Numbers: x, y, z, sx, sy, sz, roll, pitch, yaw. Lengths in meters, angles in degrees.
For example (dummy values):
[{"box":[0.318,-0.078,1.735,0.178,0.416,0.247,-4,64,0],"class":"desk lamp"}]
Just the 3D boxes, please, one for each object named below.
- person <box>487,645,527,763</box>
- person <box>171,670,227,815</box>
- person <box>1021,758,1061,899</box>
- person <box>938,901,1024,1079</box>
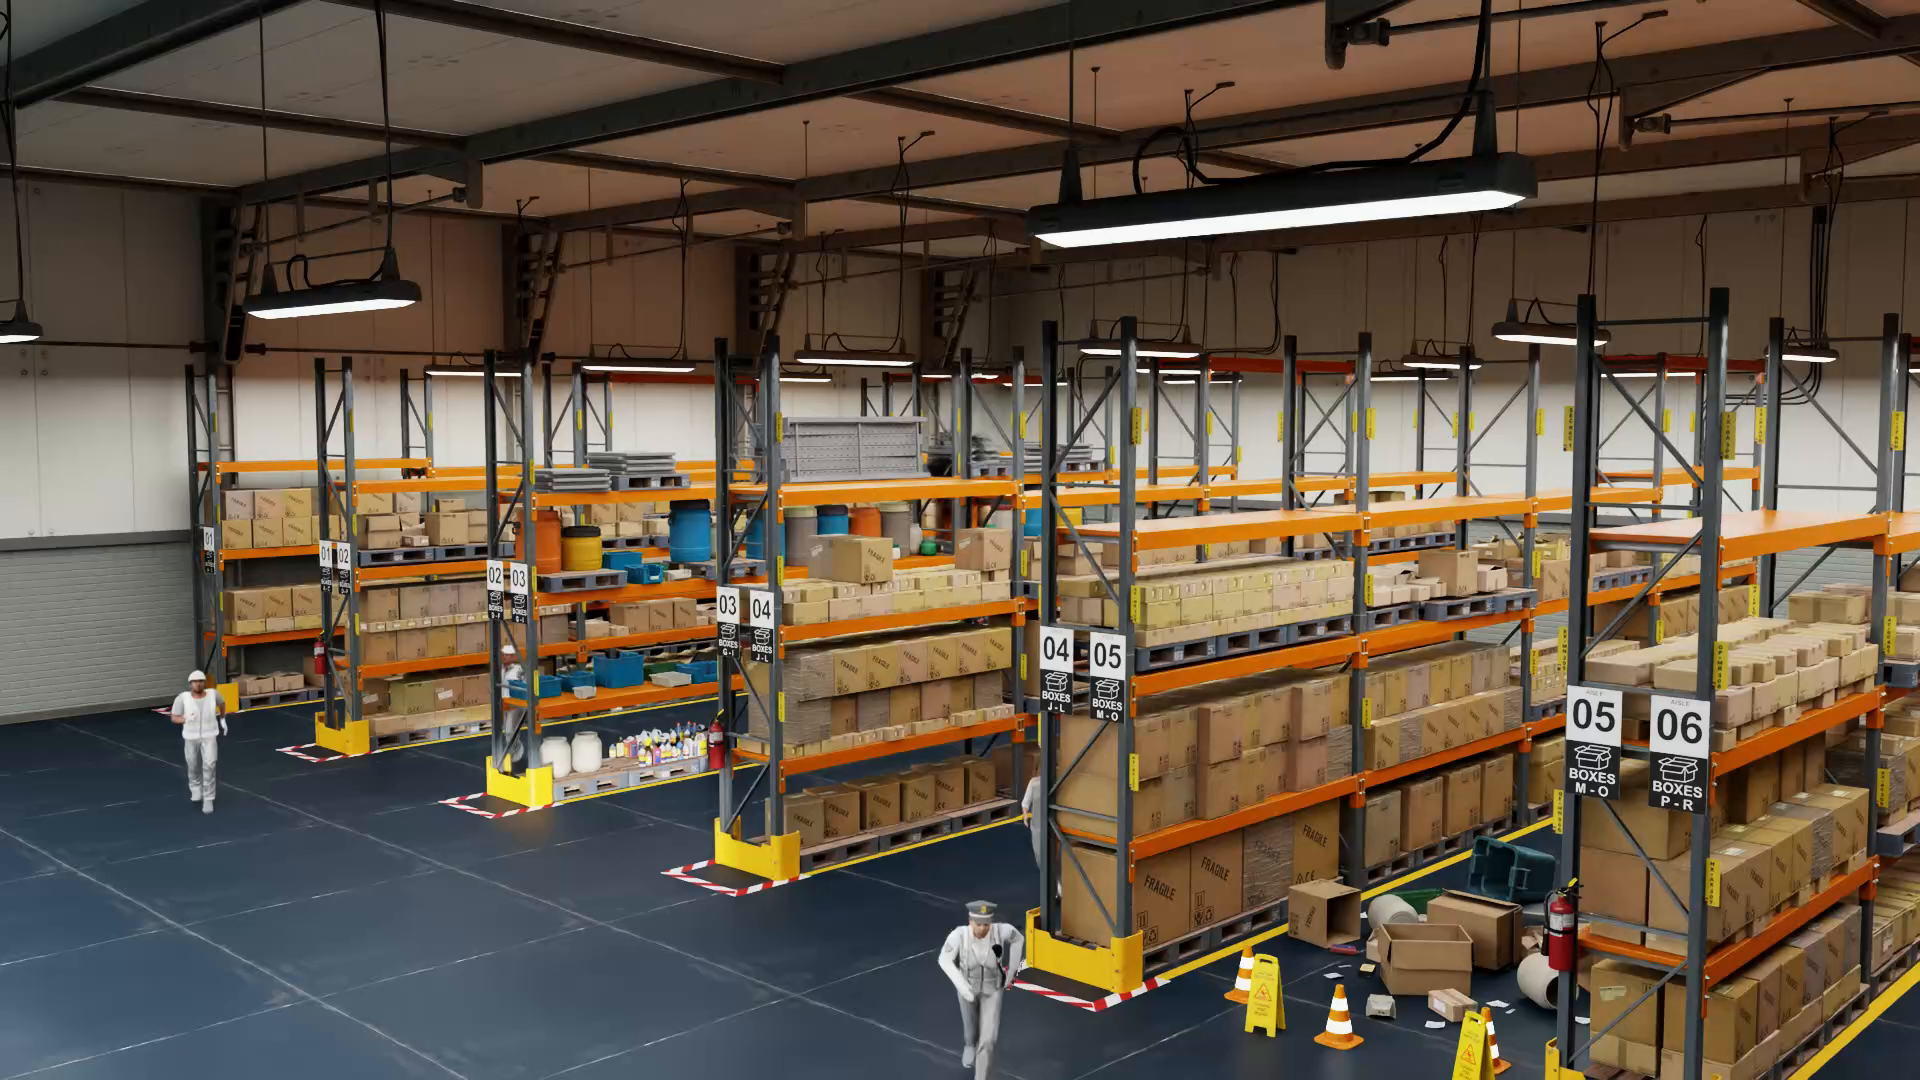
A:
[{"box":[-6.534,2.420,24.075,0.650,1.811,0.845,1,5,17],"class":"person"},{"box":[-9.910,2.600,21.681,0.665,1.832,0.893,-2,5,-25],"class":"person"},{"box":[0.883,3.049,17.429,0.550,1.561,0.518,2,5,24],"class":"person"},{"box":[0.151,3.427,12.587,0.655,1.628,0.978,0,4,-6],"class":"person"}]
